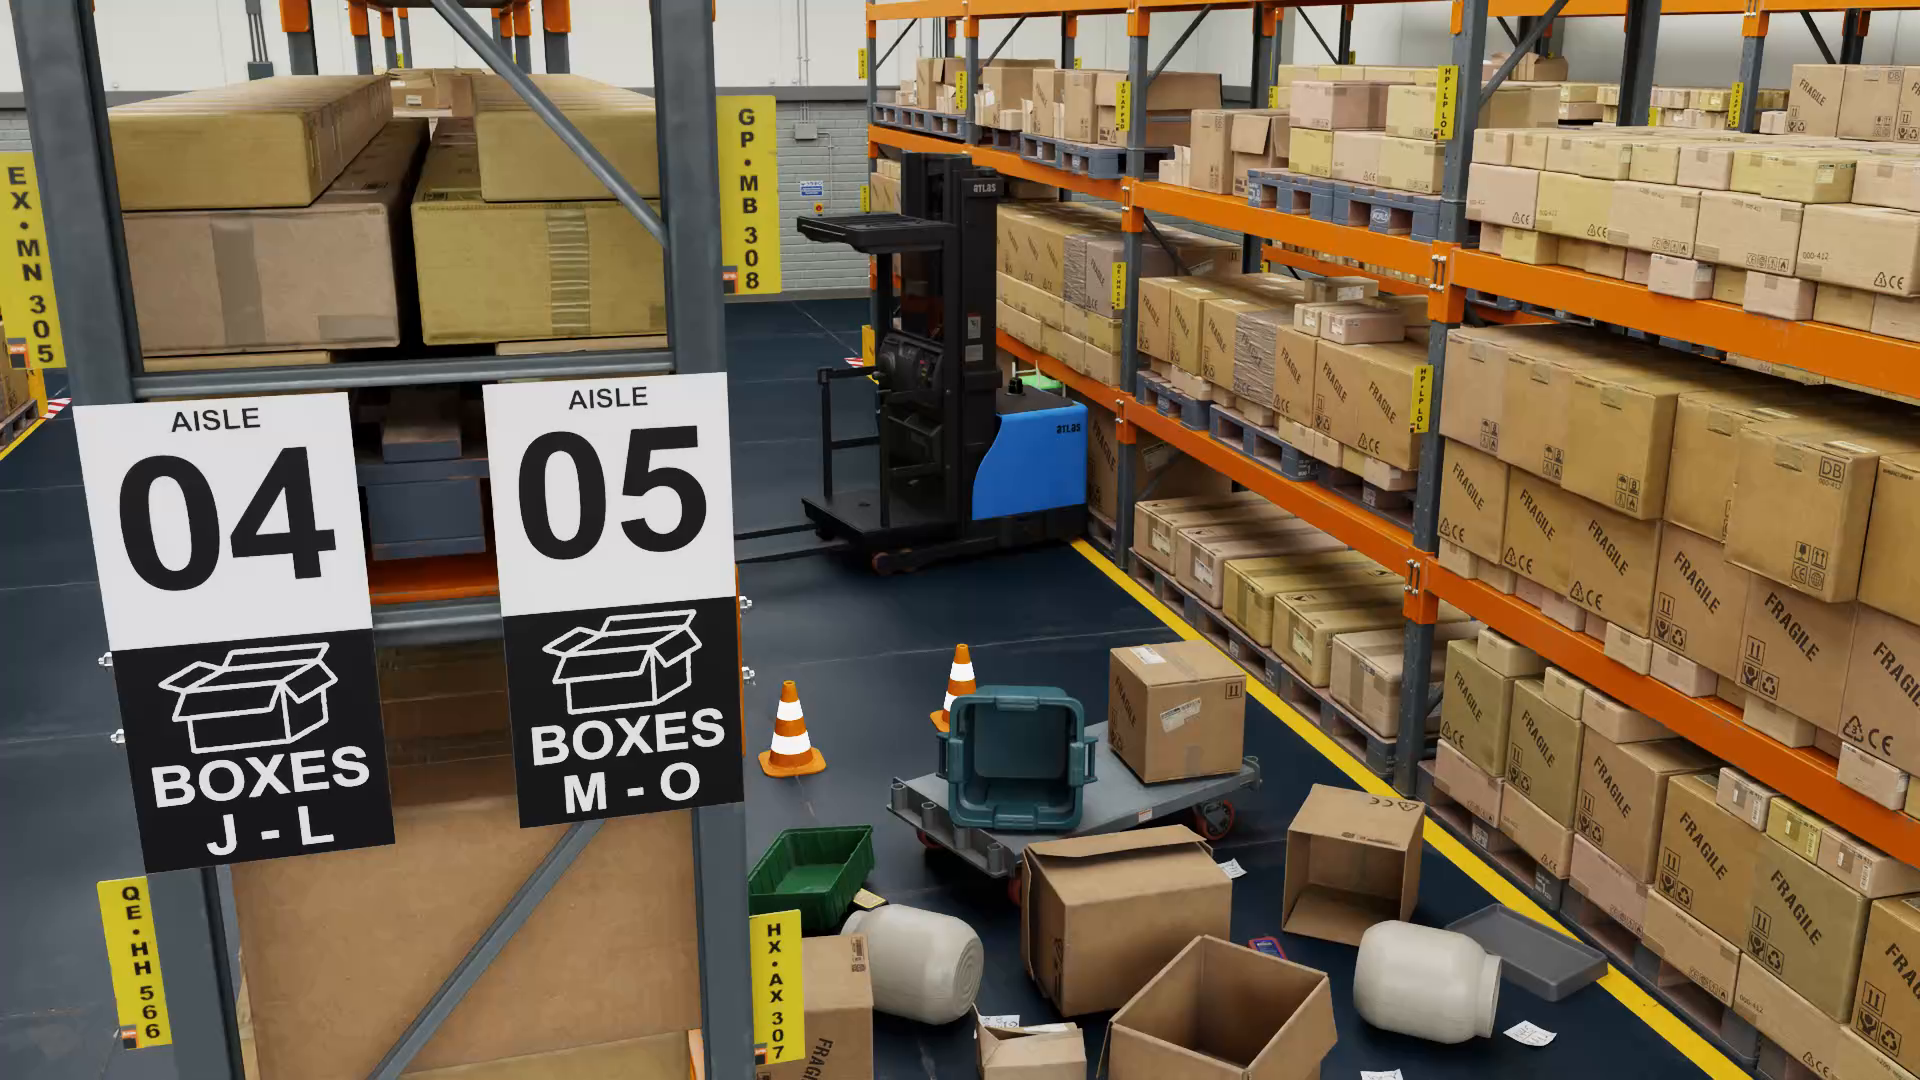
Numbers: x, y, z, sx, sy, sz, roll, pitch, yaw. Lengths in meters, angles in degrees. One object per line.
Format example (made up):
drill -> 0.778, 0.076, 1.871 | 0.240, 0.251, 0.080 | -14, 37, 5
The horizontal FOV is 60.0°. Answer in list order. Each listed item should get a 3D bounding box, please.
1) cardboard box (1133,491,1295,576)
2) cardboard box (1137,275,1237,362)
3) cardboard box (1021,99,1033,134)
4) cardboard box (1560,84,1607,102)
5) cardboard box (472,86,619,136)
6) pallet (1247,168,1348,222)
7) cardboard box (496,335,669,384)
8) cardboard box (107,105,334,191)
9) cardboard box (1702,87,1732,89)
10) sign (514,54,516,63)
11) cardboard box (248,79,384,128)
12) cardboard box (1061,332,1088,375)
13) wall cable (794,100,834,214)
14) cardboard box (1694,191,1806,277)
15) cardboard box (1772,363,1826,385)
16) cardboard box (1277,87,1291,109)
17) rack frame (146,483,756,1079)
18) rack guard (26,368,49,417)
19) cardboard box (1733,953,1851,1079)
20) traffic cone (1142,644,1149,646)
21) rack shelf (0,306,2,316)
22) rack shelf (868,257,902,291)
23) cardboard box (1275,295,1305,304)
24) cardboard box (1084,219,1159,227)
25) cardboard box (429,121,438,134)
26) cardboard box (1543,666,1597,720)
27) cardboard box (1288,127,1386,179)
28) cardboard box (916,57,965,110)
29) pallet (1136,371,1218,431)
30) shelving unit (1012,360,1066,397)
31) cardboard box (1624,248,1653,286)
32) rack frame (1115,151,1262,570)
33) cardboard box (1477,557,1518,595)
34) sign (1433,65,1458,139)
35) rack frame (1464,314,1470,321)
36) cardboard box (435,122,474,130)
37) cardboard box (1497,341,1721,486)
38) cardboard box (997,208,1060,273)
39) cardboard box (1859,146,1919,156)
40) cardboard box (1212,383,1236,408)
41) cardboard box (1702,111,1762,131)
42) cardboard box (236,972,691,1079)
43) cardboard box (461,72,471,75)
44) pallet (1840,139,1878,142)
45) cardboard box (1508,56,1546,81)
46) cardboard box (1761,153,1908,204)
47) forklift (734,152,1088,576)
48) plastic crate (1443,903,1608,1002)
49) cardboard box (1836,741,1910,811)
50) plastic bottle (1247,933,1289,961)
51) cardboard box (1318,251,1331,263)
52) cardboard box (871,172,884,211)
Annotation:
cardboard box -> 1.790, -0.057, 11.764 | 0.950, 0.372, 0.625 | -6, 18, -19
cardboard box -> 1.546, -1.520, 11.377 | 0.500, 0.500, 0.500 | -5, 17, -17
cardboard box -> 0.711, -3.418, 13.406 | 0.396, 0.266, 0.258 | -3, 17, -11
cardboard box -> 5.457, -3.940, 14.657 | 0.380, 0.149, 0.250 | -5, 17, -15
cardboard box -> -1.093, -1.126, 4.419 | 0.380, 0.149, 0.250 | -4, 17, -14
pallet -> 2.389, -1.977, 9.432 | 1.213, 0.211, 1.003 | -5, 17, -15
cardboard box -> -0.674, -0.324, 3.137 | 0.380, 0.149, 0.250 | -5, 17, -15
cardboard box -> -1.375, -0.722, 3.073 | 0.380, 0.149, 0.250 | -5, 17, -15
cardboard box -> 6.350, -3.697, 13.883 | 0.380, 0.149, 0.250 | -4, 17, -13
sign -> -3.654, -3.876, 13.844 | 0.100, 0.325, 0.005 | -5, 17, -15
cardboard box -> -2.004, -1.354, 5.179 | 0.380, 0.149, 0.250 | -5, 17, -16
cardboard box -> 1.101, -1.459, 12.855 | 0.500, 0.250, 0.500 | -4, 17, -14
wall cable -> -2.126, -5.543, 24.372 | 0.585, 1.953, 0.123 | -5, 17, -15
cardboard box -> 3.018, -1.108, 5.955 | 0.500, 0.250, 0.500 | -5, 17, -15
cardboard box -> 6.437, -1.311, 12.364 | 0.500, 0.250, 0.500 | -5, 17, -16
cardboard box -> 4.077, -5.240, 19.713 | 0.500, 0.250, 0.500 | -5, 17, -16
rack frame -> -0.888, 1.361, 3.207 | 1.000, 3.000, 0.127 | -5, 17, -15
rack guard -> -10.089, -1.510, 17.110 | 1.175, 0.500, 0.348 | -5, 17, -15
cardboard box -> 3.228, 1.711, 6.090 | 0.500, 0.250, 0.500 | -5, 17, -15
traffic cone -> 1.057, 0.818, 9.424 | 0.336, 0.463, 0.334 | -5, 17, -15
rack shelf -> -9.533, -1.803, 14.990 | 1.077, 0.370, 4.000 | -5, 17, -15
rack shelf -> -0.004, -2.586, 17.598 | 1.077, 0.370, 4.000 | -5, 17, -15
cardboard box -> 2.329, -1.277, 10.569 | 0.500, 0.500, 0.500 | -6, 18, -19
cardboard box -> 1.336, -2.374, 13.730 | 0.500, 0.500, 0.500 | -4, 17, -14
cardboard box -> -2.681, -1.856, 7.953 | 0.500, 0.311, 0.500 | -5, 18, -17
cardboard box -> 2.766, 0.647, 7.202 | 0.380, 0.149, 0.250 | -4, 17, -13
cardboard box -> 2.171, -2.162, 9.253 | 0.500, 0.250, 0.500 | -4, 17, -15
cardboard box -> -0.144, -4.648, 16.920 | 0.500, 0.500, 0.500 | -4, 17, -14
pallet -> 1.943, -0.990, 11.369 | 1.213, 0.211, 1.003 | -5, 17, -15
shelving unit -> 0.647, -0.831, 13.624 | 0.258, 1.200, 0.503 | -8, 18, -21
cardboard box -> 2.880, -1.091, 6.594 | 0.380, 0.149, 0.250 | -5, 18, -17
rack frame -> 1.645, -1.271, 11.969 | 1.000, 3.000, 0.127 | -5, 17, -15
cardboard box -> 2.641, 0.134, 7.729 | 0.380, 0.149, 0.250 | -4, 17, -14
sign -> 2.211, -1.993, 7.574 | 0.100, 0.325, 0.005 | -5, 17, -15
rack frame -> 5.317, -2.771, 16.963 | 1.000, 3.000, 0.127 | -5, 17, -15
cardboard box -> -1.467, -1.246, 5.511 | 0.500, 0.250, 0.500 | -5, 17, -15
cardboard box -> 2.776, -0.552, 7.147 | 0.700, 0.500, 0.500 | -5, 17, -15
cardboard box -> 0.556, -2.621, 14.553 | 0.500, 0.500, 0.500 | -5, 17, -16
cardboard box -> 3.559, -1.371, 6.139 | 0.380, 0.149, 0.250 | -4, 17, -15
cardboard box -> 1.828, -0.949, 10.604 | 0.380, 0.149, 0.250 | -4, 17, -12
cardboard box -> 6.087, -3.299, 13.075 | 0.380, 0.149, 0.250 | -4, 17, -14
cardboard box -> -1.034, 1.190, 3.515 | 0.875, 0.550, 0.550 | -5, 17, -15
cardboard box -> -3.075, -2.979, 10.937 | 0.396, 0.266, 0.258 | -5, 17, -15
pallet -> 6.689, -2.830, 12.274 | 1.213, 0.211, 1.003 | -4, 17, -13
cardboard box -> 5.467, -4.598, 16.126 | 0.396, 0.266, 0.258 | -5, 17, -16
cardboard box -> 3.013, -1.248, 5.730 | 0.380, 0.149, 0.250 | -4, 17, -14
forklift -> -0.548, -1.317, 12.241 | 3.031, 2.935, 1.130 | -9, 19, -28
plastic crate -> 2.387, 1.733, 7.045 | 0.402, 0.080, 0.583 | -12, 20, -34
cardboard box -> 3.209, 0.773, 5.602 | 0.380, 0.149, 0.250 | -4, 17, -14
plastic bottle -> 1.295, 1.748, 7.027 | 0.133, 0.061, 0.283 | -2, 17, -6
cardboard box -> 4.350, -3.284, 19.108 | 0.380, 0.149, 0.250 | -5, 17, -17
cardboard box -> -0.696, -3.855, 18.661 | 0.500, 0.500, 0.500 | -5, 17, -16
